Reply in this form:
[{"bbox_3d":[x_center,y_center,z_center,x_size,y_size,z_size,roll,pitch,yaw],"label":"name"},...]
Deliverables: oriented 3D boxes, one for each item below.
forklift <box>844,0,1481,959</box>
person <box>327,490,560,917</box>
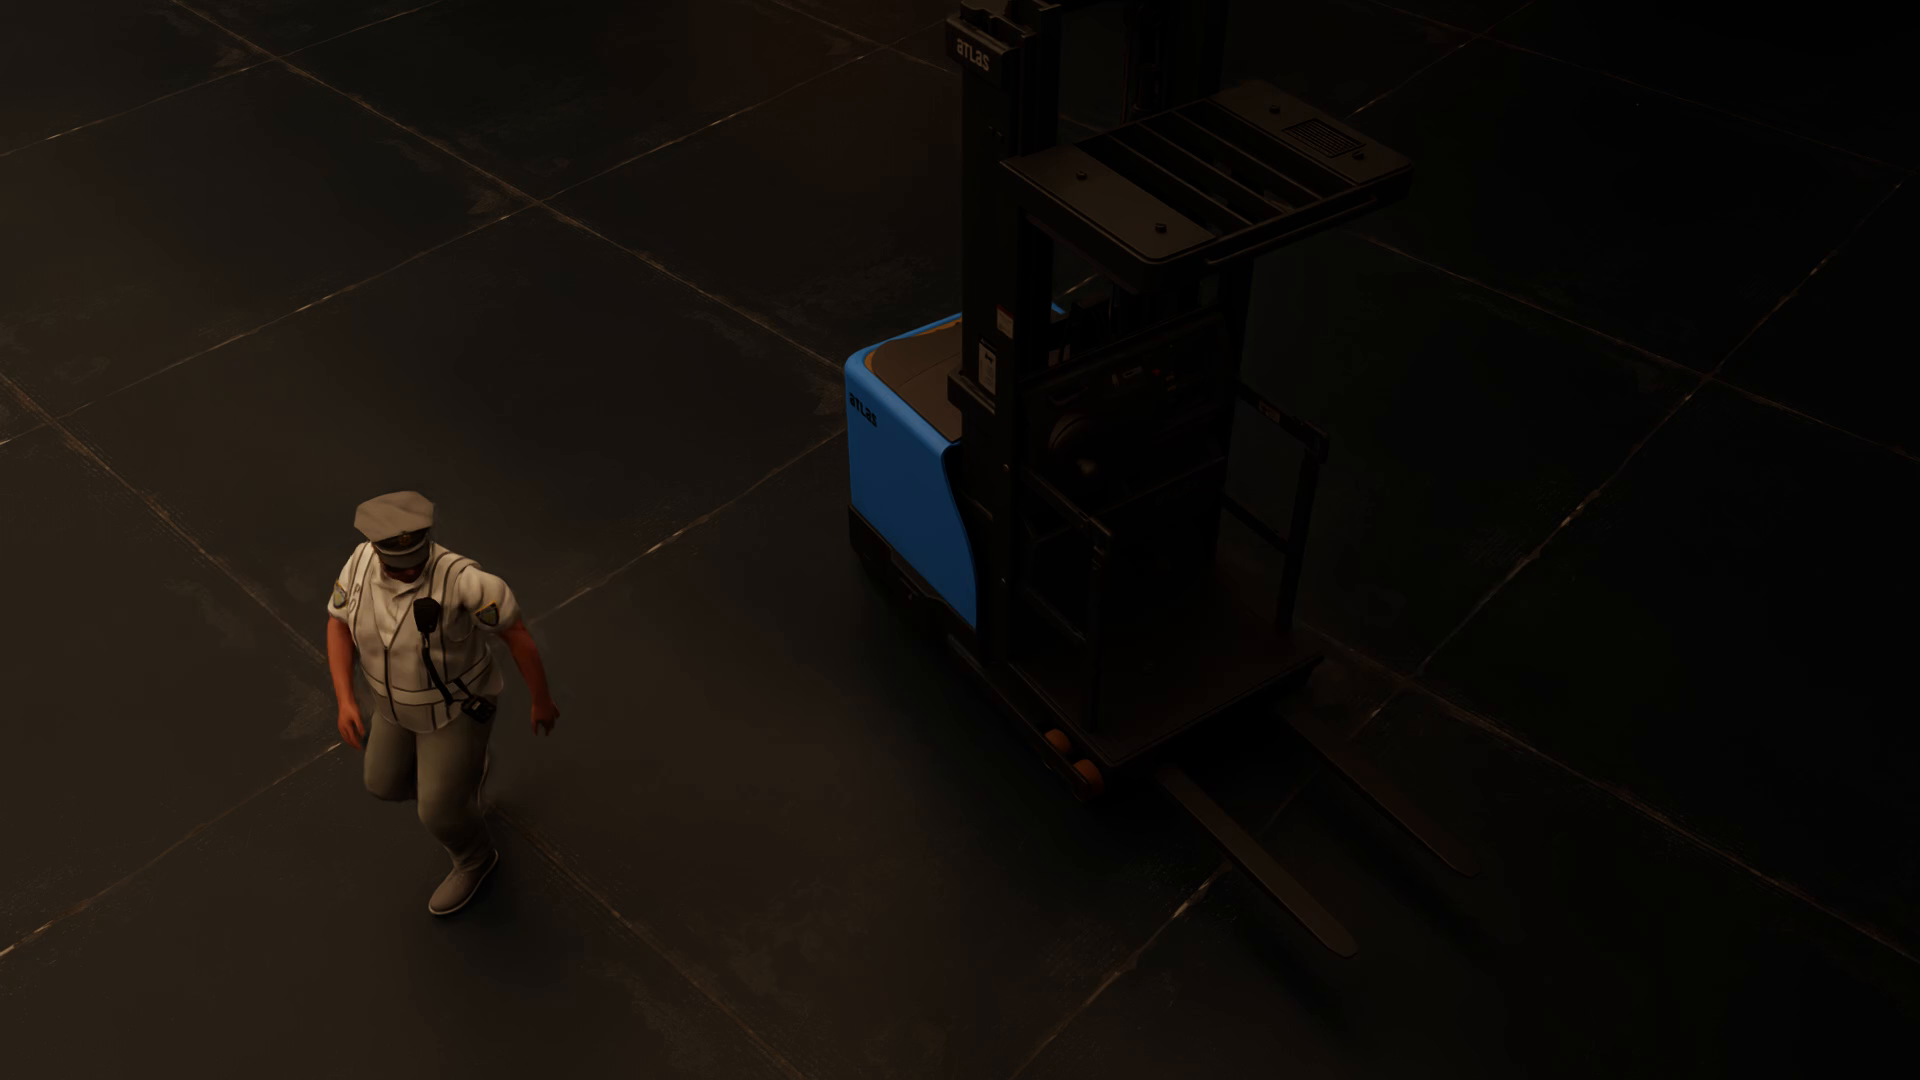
[{"bbox_3d":[0.744,-0.451,5.954,1.130,2.935,3.031,-24,46,-25],"label":"forklift"},{"bbox_3d":[-1.799,0.570,5.717,0.726,1.700,0.584,20,44,22],"label":"person"}]
